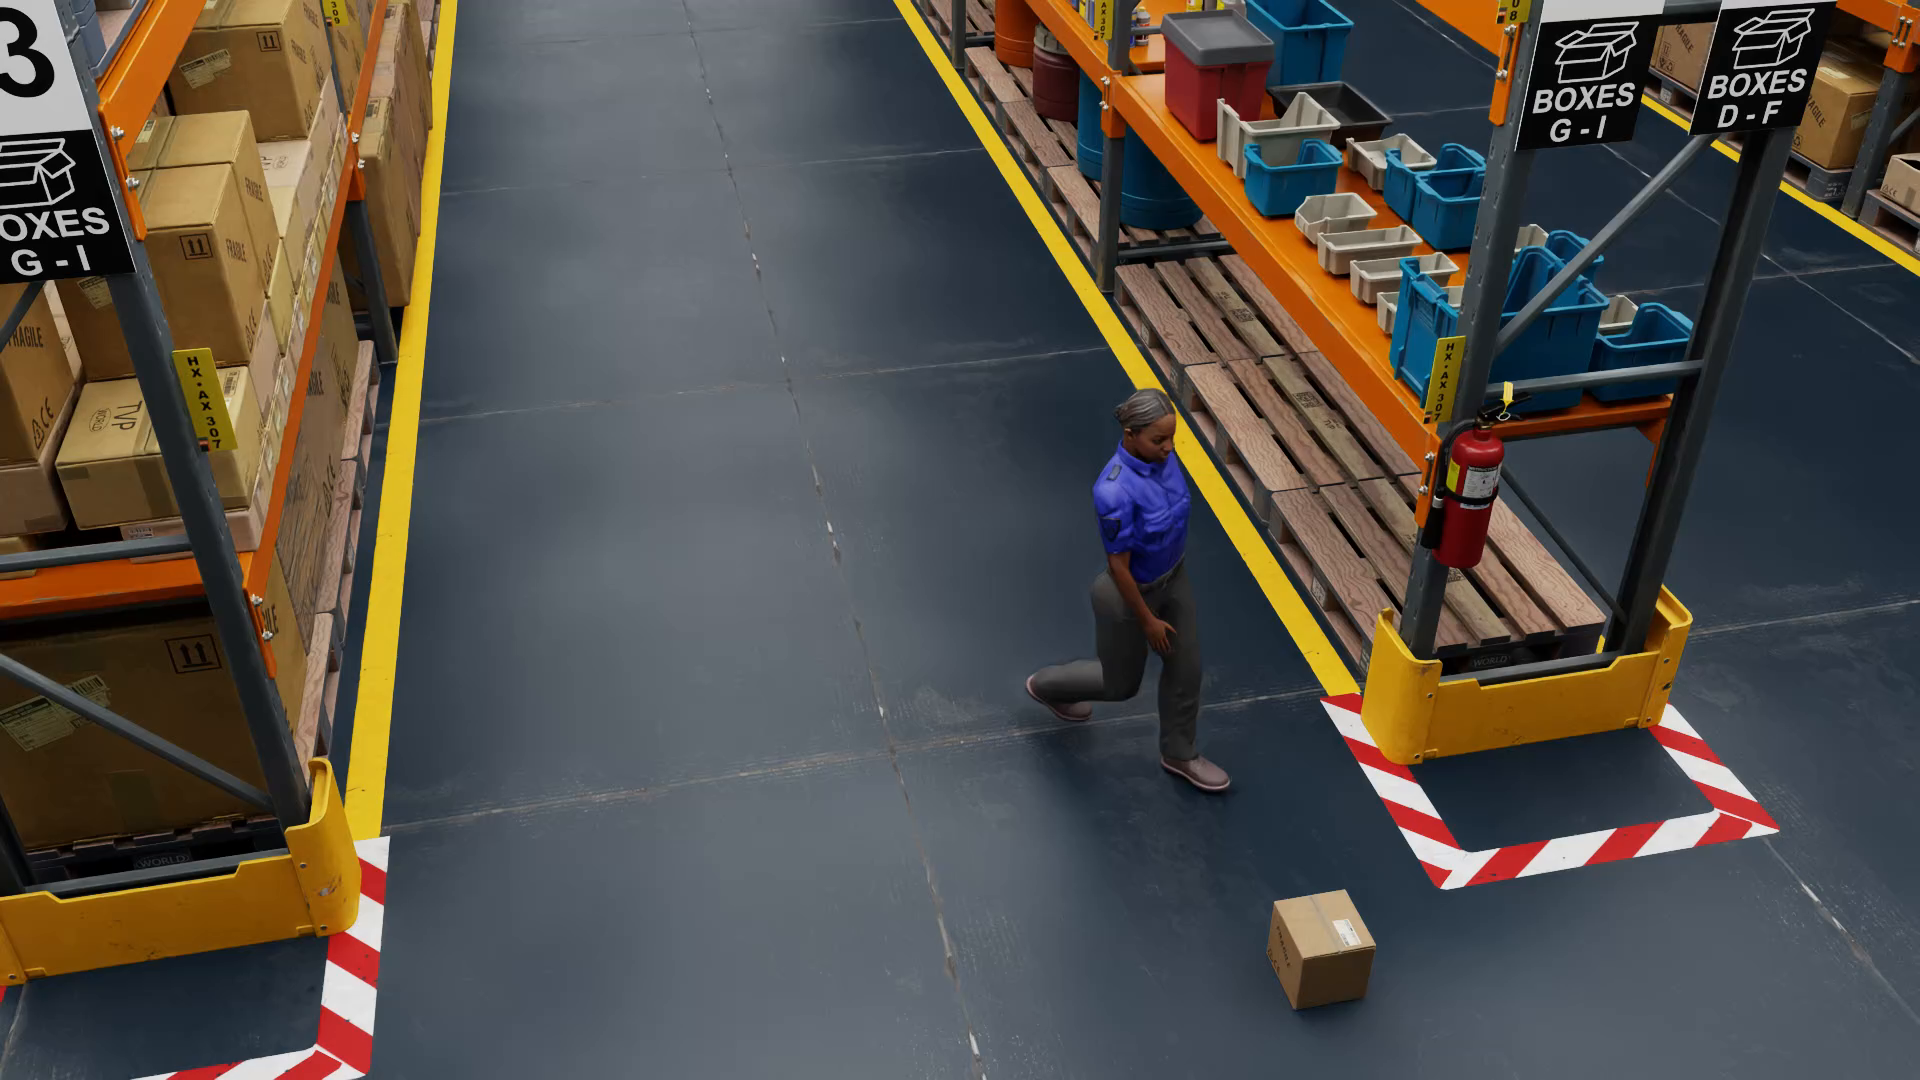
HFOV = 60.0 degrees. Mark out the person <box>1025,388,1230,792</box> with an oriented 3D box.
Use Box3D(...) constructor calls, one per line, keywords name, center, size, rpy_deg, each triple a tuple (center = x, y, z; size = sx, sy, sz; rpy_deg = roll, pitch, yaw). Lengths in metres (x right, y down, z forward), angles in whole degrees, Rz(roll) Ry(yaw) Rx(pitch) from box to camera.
Box3D(name="person", center=(0.626, 0.163, 5.913), size=(0.830, 1.621, 0.477), rpy_deg=(28, 43, 34))
